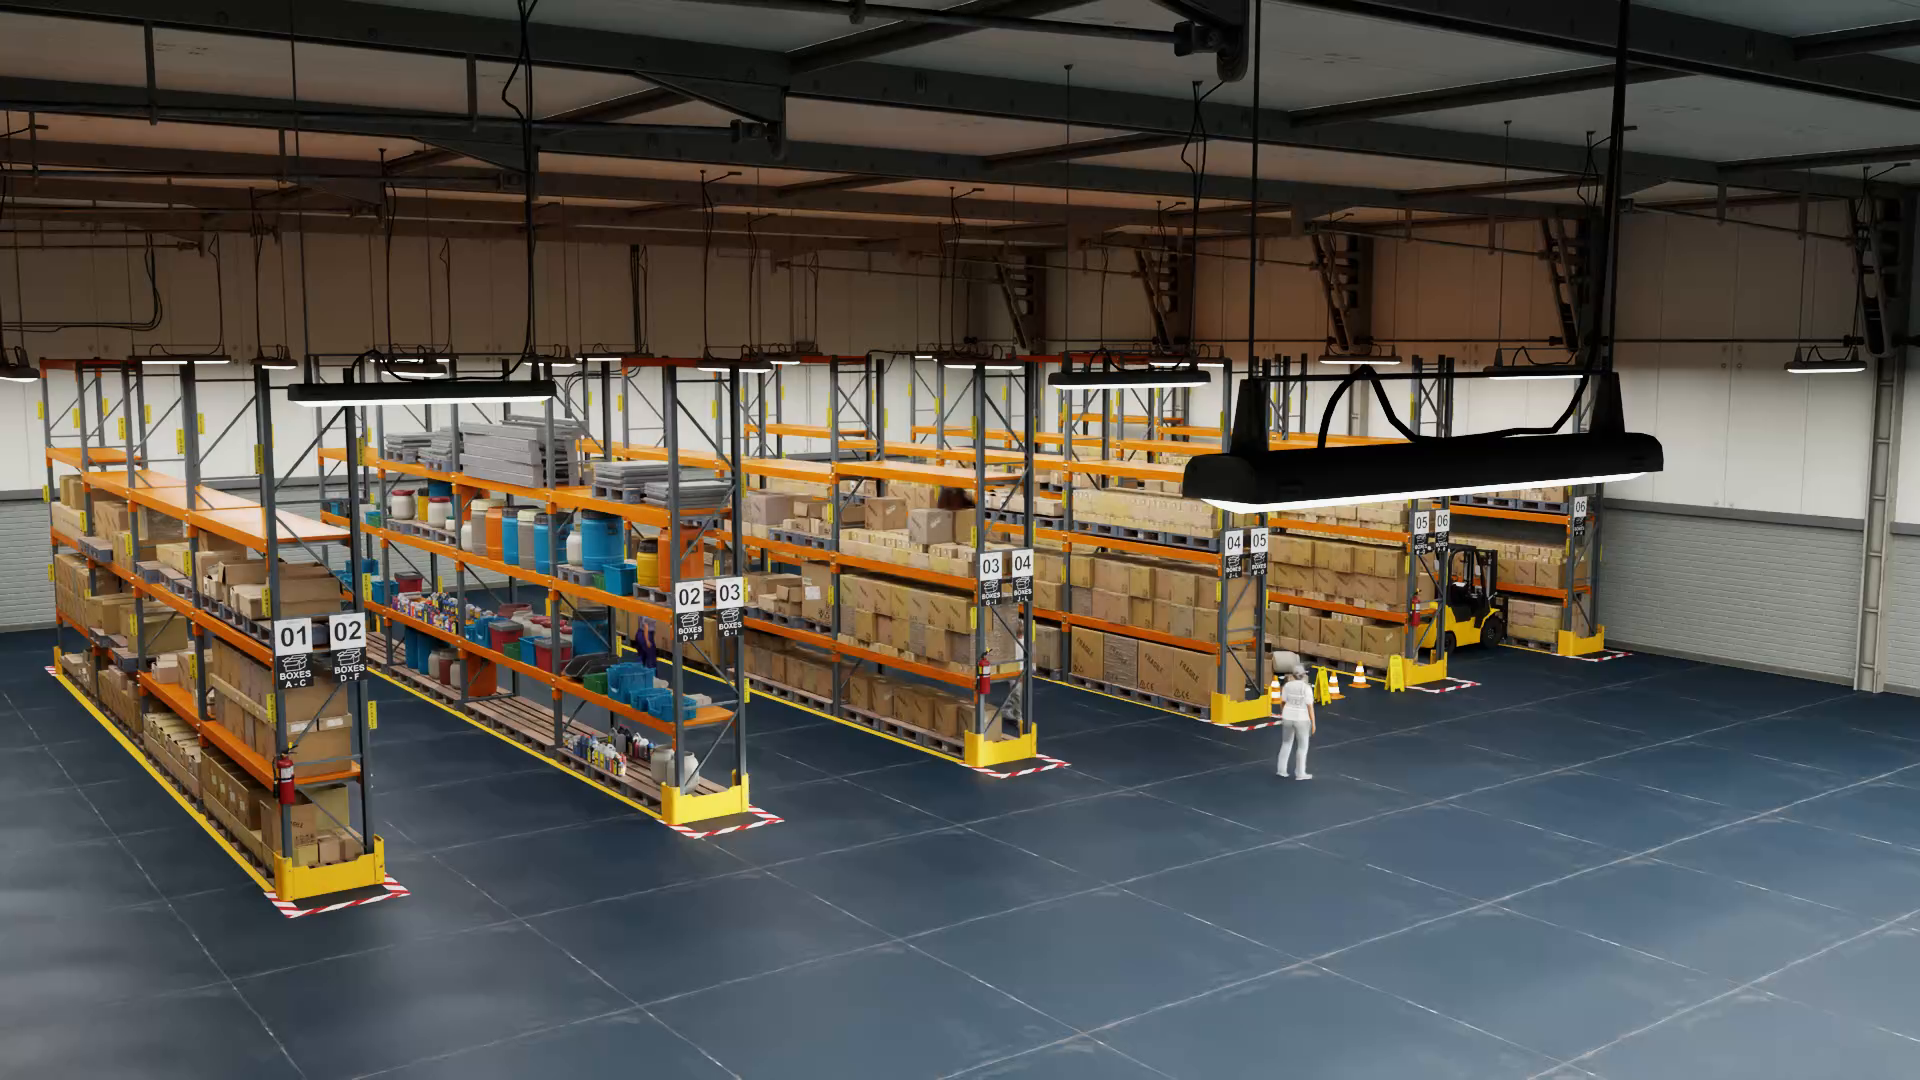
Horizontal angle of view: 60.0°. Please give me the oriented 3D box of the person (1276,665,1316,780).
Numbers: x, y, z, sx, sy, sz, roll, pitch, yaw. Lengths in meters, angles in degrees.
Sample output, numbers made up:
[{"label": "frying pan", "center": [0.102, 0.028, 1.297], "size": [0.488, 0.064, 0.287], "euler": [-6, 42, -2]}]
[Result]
[{"label": "person", "center": [4.886, 2.658, 24.049], "size": [0.563, 1.713, 0.403], "euler": [6, 9, 40]}]

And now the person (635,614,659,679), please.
[{"label": "person", "center": [-5.738, 1.841, 30.684], "size": [0.510, 1.668, 0.503], "euler": [-3, 8, -24]}]

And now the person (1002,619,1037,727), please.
[{"label": "person", "center": [0.987, 2.227, 27.522], "size": [0.608, 1.787, 0.834], "euler": [-4, 8, -33]}]
